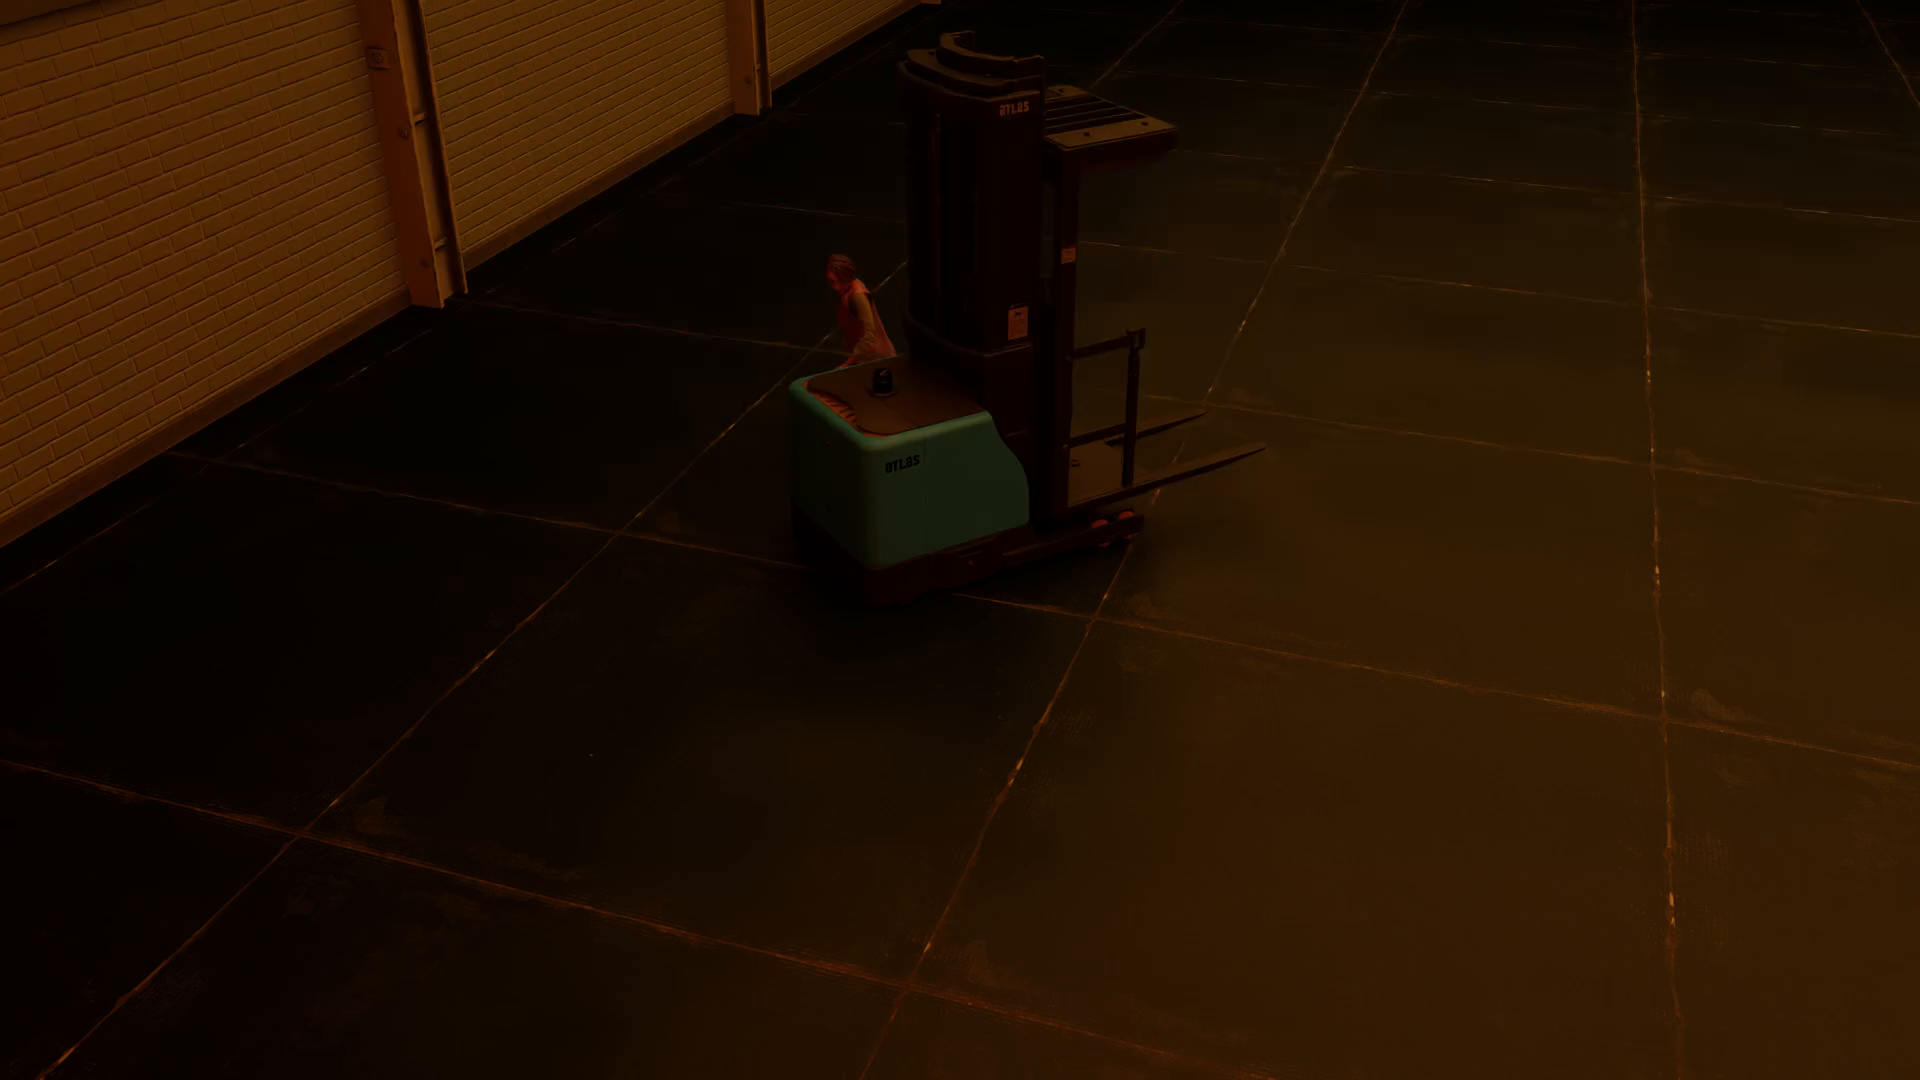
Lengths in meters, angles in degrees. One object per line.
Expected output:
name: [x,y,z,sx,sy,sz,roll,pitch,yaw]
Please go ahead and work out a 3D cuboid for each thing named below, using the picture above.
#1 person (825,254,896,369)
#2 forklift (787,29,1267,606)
person: [-0.613,-1.194,10.789,0.475,1.422,0.822,-2,30,-3]
forklift: [0.518,-1.435,9.654,3.031,2.935,1.130,-17,34,-27]
